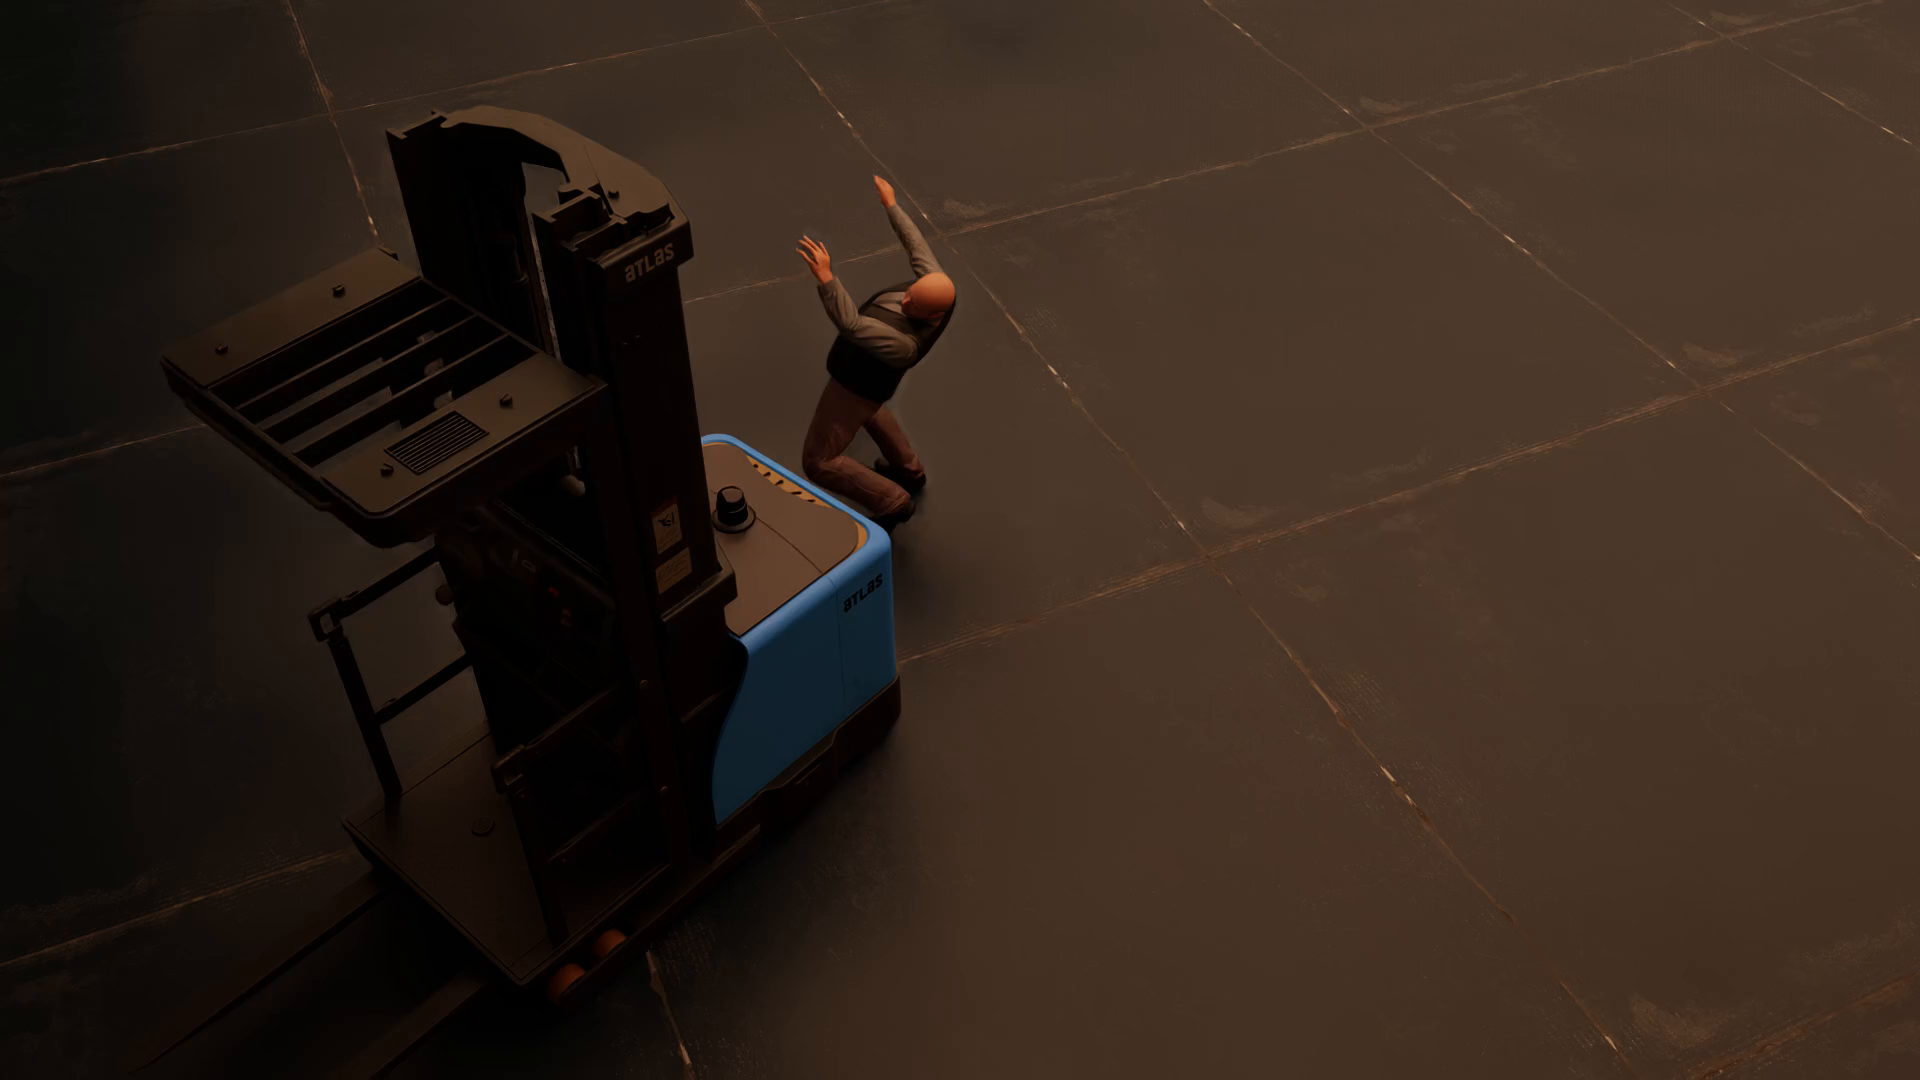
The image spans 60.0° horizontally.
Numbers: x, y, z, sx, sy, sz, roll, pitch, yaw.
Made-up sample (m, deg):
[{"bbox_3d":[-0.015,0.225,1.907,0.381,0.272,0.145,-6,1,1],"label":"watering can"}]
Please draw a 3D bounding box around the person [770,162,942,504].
[{"bbox_3d":[-0.439,-0.744,7.474,0.743,1.599,0.950,14,45,15],"label":"person"}]

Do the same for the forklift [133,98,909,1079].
[{"bbox_3d":[-1.561,0.203,5.462,1.130,2.935,3.031,31,51,29],"label":"forklift"}]
